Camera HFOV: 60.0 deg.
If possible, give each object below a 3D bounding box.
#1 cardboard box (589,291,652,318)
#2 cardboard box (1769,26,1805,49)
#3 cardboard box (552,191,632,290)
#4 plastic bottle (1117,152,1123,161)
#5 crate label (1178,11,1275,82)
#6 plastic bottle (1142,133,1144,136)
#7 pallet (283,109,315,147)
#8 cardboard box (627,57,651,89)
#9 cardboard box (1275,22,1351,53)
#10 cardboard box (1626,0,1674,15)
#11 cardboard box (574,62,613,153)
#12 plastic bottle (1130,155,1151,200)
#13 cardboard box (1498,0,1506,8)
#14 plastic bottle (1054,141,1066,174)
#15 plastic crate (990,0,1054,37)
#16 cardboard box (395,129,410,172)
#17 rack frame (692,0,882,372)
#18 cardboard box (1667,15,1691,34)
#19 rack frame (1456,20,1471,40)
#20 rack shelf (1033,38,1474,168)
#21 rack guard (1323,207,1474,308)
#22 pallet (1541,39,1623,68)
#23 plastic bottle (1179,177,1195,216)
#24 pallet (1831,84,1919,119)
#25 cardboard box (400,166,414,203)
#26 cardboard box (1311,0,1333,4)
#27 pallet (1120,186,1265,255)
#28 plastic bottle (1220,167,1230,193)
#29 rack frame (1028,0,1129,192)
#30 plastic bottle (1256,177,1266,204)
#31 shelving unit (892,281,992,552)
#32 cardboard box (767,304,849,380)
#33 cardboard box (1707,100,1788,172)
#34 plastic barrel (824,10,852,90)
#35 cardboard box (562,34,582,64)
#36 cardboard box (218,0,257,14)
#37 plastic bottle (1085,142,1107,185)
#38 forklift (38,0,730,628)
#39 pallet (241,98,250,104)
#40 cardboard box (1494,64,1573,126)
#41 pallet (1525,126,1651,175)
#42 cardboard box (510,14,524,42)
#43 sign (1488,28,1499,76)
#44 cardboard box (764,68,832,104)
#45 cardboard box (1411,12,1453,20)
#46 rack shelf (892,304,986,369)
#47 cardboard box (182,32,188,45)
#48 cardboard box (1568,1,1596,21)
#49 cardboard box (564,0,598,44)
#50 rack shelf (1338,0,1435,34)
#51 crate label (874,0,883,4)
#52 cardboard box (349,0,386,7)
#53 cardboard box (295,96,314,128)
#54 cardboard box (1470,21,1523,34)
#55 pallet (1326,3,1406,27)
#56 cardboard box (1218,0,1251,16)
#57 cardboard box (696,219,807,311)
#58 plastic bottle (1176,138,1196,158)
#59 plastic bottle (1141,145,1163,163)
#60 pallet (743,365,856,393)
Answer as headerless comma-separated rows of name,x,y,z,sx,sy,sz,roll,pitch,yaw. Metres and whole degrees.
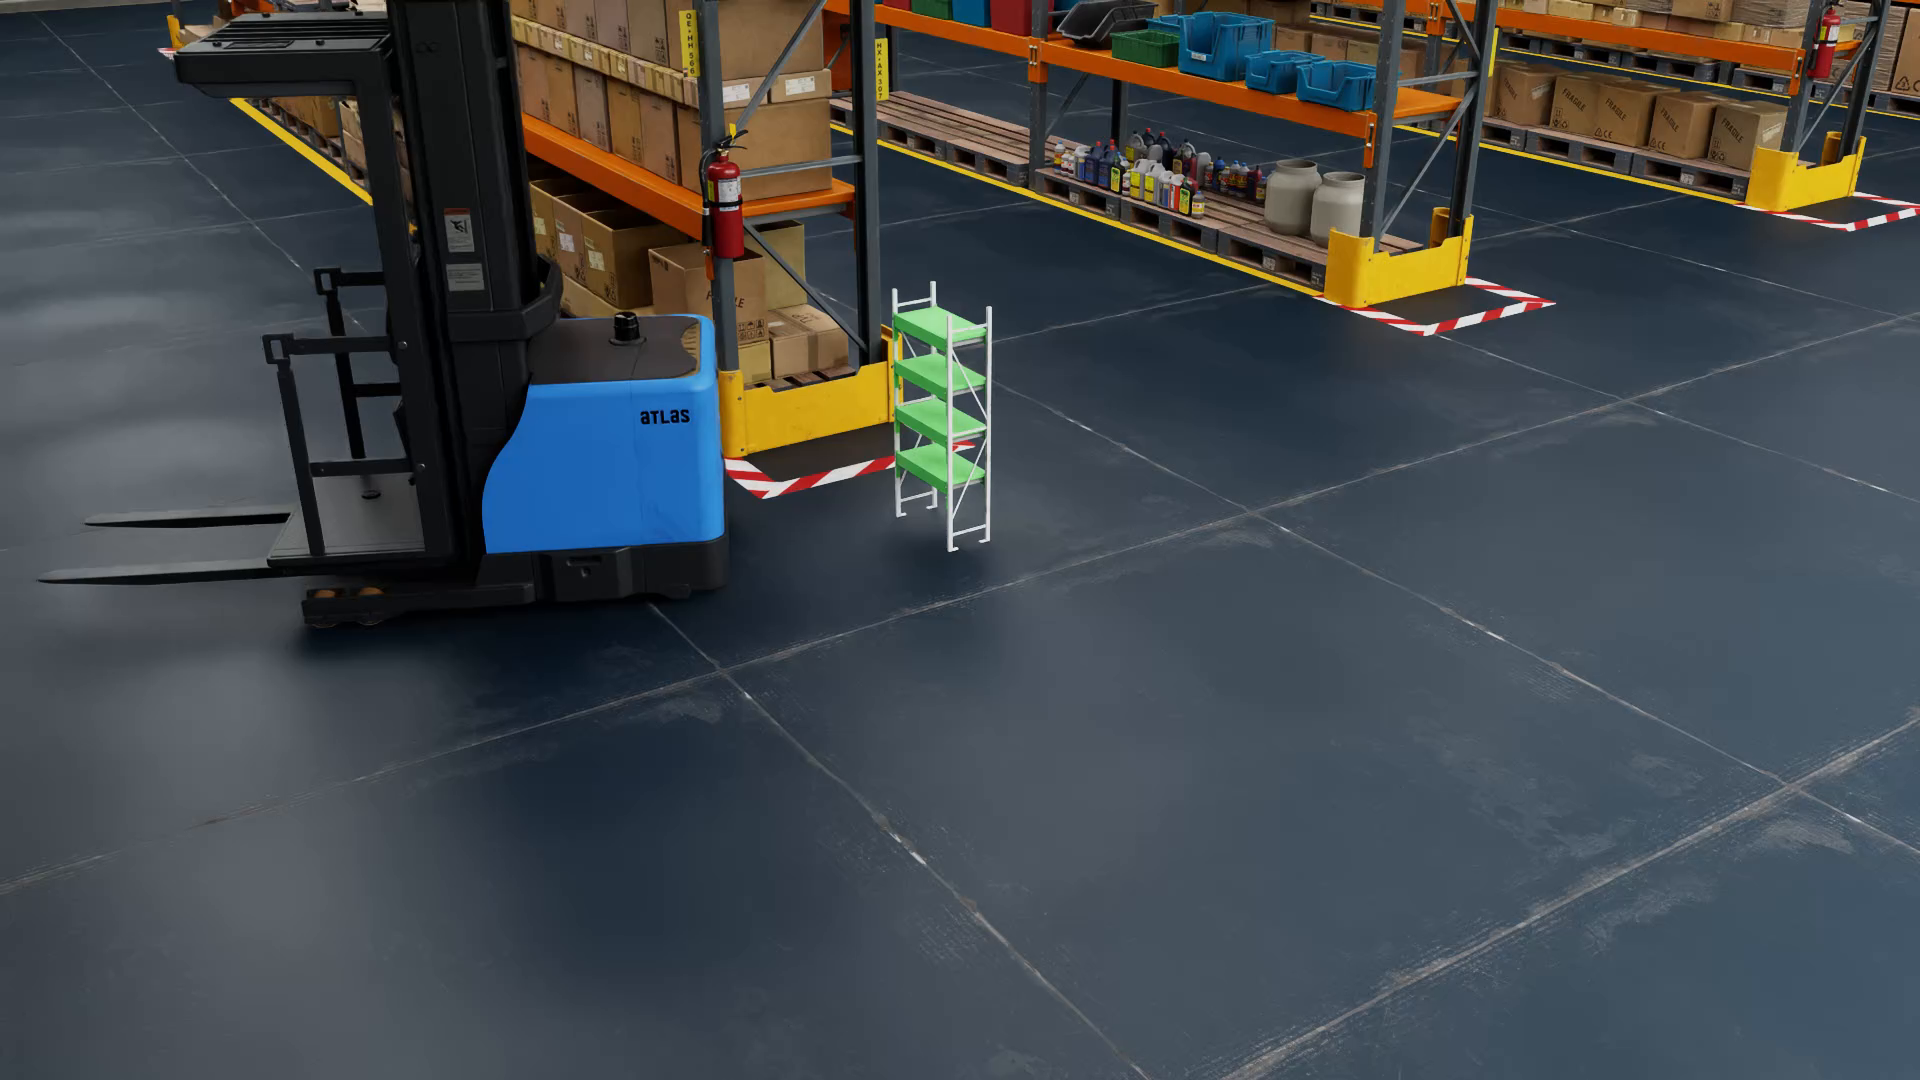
cardboard box,-2.002,-1.430,10.494,0.500,0.250,0.500,-16,29,-30
cardboard box,7.069,-4.253,14.040,0.380,0.149,0.250,-16,29,-30
cardboard box,-2.277,-1.947,10.712,0.500,0.500,0.500,-16,29,-30
plastic bottle,1.338,-3.146,14.080,0.097,0.271,0.097,0,25,0
crate label,2.016,-3.770,12.681,0.502,0.435,0.616,-16,29,-30
plastic bottle,1.603,-3.465,14.743,0.061,0.283,0.133,-14,29,-27
pallet,-6.309,-4.318,17.150,1.003,0.211,1.213,-16,29,-30
cardboard box,-1.692,-2.712,9.604,0.380,0.149,0.250,-15,29,-29
cardboard box,4.042,-5.611,19.036,0.700,0.500,0.500,-13,28,-25
cardboard box,6.510,-5.036,14.938,0.875,0.500,0.500,-16,29,-30
cardboard box,-1.996,-2.774,10.495,0.700,0.500,0.500,-15,29,-28
plastic bottle,1.492,-2.986,13.648,0.144,0.351,0.185,-16,30,-30
cardboard box,5.365,-5.308,16.274,0.380,0.149,0.250,-16,29,-30
plastic bottle,0.871,-3.339,14.489,0.097,0.271,0.097,0,25,0
plastic crate,0.544,-4.720,14.660,0.402,0.464,0.583,-16,29,-30
cardboard box,-4.380,-3.259,13.712,0.500,0.311,0.500,-16,30,-30
rack frame,-0.904,-2.006,8.985,1.000,3.000,0.127,-16,29,-30
cardboard box,6.528,-4.612,14.801,0.380,0.149,0.250,-16,29,-30
rack frame,7.241,-8.294,22.306,1.000,3.000,0.127,-16,29,-30
rack shelf,2.156,-3.549,13.097,1.077,0.370,4.000,-16,29,-30
rack guard,3.167,-2.045,11.996,1.175,0.500,0.348,-16,29,-30
pallet,8.270,-6.298,21.343,1.003,0.211,1.213,-16,29,-30
plastic bottle,1.799,-2.722,13.168,0.061,0.283,0.133,-15,29,-28
pallet,10.445,-4.876,18.331,1.003,0.211,1.213,-16,29,-30
cardboard box,-4.388,-3.010,13.842,0.500,0.250,0.500,-15,29,-29
cardboard box,5.529,-8.270,24.690,0.500,0.500,0.500,-14,29,-27
pallet,2.066,-2.642,13.599,1.003,0.211,1.213,-16,29,-30
plastic bottle,2.223,-3.007,13.869,0.097,0.201,0.097,0,25,0
rack frame,1.064,-4.590,14.458,1.000,3.000,0.127,-16,29,-30
plastic bottle,2.463,-2.851,13.537,0.097,0.201,0.097,0,25,0
shelving unit,-0.090,-0.602,8.119,0.258,1.200,0.503,-16,29,-30
cardboard box,-1.011,-1.196,9.999,0.500,0.250,0.500,-16,29,-30
cardboard box,7.071,-3.600,14.798,0.500,0.500,0.500,-10,27,-20
plastic barrel,-1.401,-5.400,18.225,0.600,0.830,0.708,-16,29,-30
cardboard box,-2.255,-3.081,10.385,0.380,0.149,0.250,-16,30,-30
cardboard box,-9.136,-6.660,21.257,0.500,0.500,0.500,-16,29,-30
plastic bottle,1.157,-3.205,14.113,0.144,0.351,0.185,-15,29,-28
forklift,-2.623,-1.173,7.301,3.031,2.935,1.130,-3,25,-7
pallet,-7.829,-5.283,19.193,1.003,0.211,1.213,-16,29,-30
cardboard box,5.718,-4.448,16.594,0.500,0.500,0.500,-6,26,-13
pallet,6.280,-3.814,16.082,1.003,0.211,1.213,-16,29,-30
cardboard box,-2.824,-3.452,11.172,0.380,0.149,0.250,-16,30,-31
sign,3.711,-3.411,11.637,0.100,0.325,0.005,-16,29,-30
cardboard box,-0.938,-2.535,9.229,0.380,0.149,0.250,-16,30,-30
cardboard box,6.663,-7.528,23.120,0.500,0.500,0.500,-16,29,-30
rack shelf,-0.090,-0.978,7.942,0.258,0.148,0.480,-16,29,-30
cardboard box,-9.562,-6.327,20.943,0.380,0.166,0.250,-16,29,-30
cardboard box,5.909,-4.950,15.516,0.380,0.149,0.250,-16,29,-30
cardboard box,-2.018,-3.373,10.244,0.700,0.500,0.500,-16,29,-30
rack shelf,4.122,-6.134,18.572,1.077,0.370,4.000,-16,29,-30
crate label,-0.804,-5.618,16.595,0.502,0.435,0.616,-16,29,-30
cardboard box,-5.110,-4.687,14.768,0.500,0.311,0.500,-14,28,-26
cardboard box,-6.261,-4.401,16.471,0.500,0.500,0.500,-17,30,-31
cardboard box,7.498,-7.228,22.191,1.050,0.750,0.750,-16,30,-30
pallet,6.154,-7.749,24.418,1.003,0.211,1.213,-16,29,-30
cardboard box,3.421,-6.350,19.721,0.500,0.250,0.500,-14,29,-28
cardboard box,-1.285,-1.713,10.216,0.500,0.500,0.500,-16,29,-30
plastic bottle,1.938,-3.243,14.194,0.144,0.351,0.185,-16,29,-30
plastic bottle,1.652,-3.281,14.363,0.152,0.276,0.135,-16,29,-30
pallet,-1.357,-1.009,10.139,1.003,0.211,1.213,-16,29,-30
